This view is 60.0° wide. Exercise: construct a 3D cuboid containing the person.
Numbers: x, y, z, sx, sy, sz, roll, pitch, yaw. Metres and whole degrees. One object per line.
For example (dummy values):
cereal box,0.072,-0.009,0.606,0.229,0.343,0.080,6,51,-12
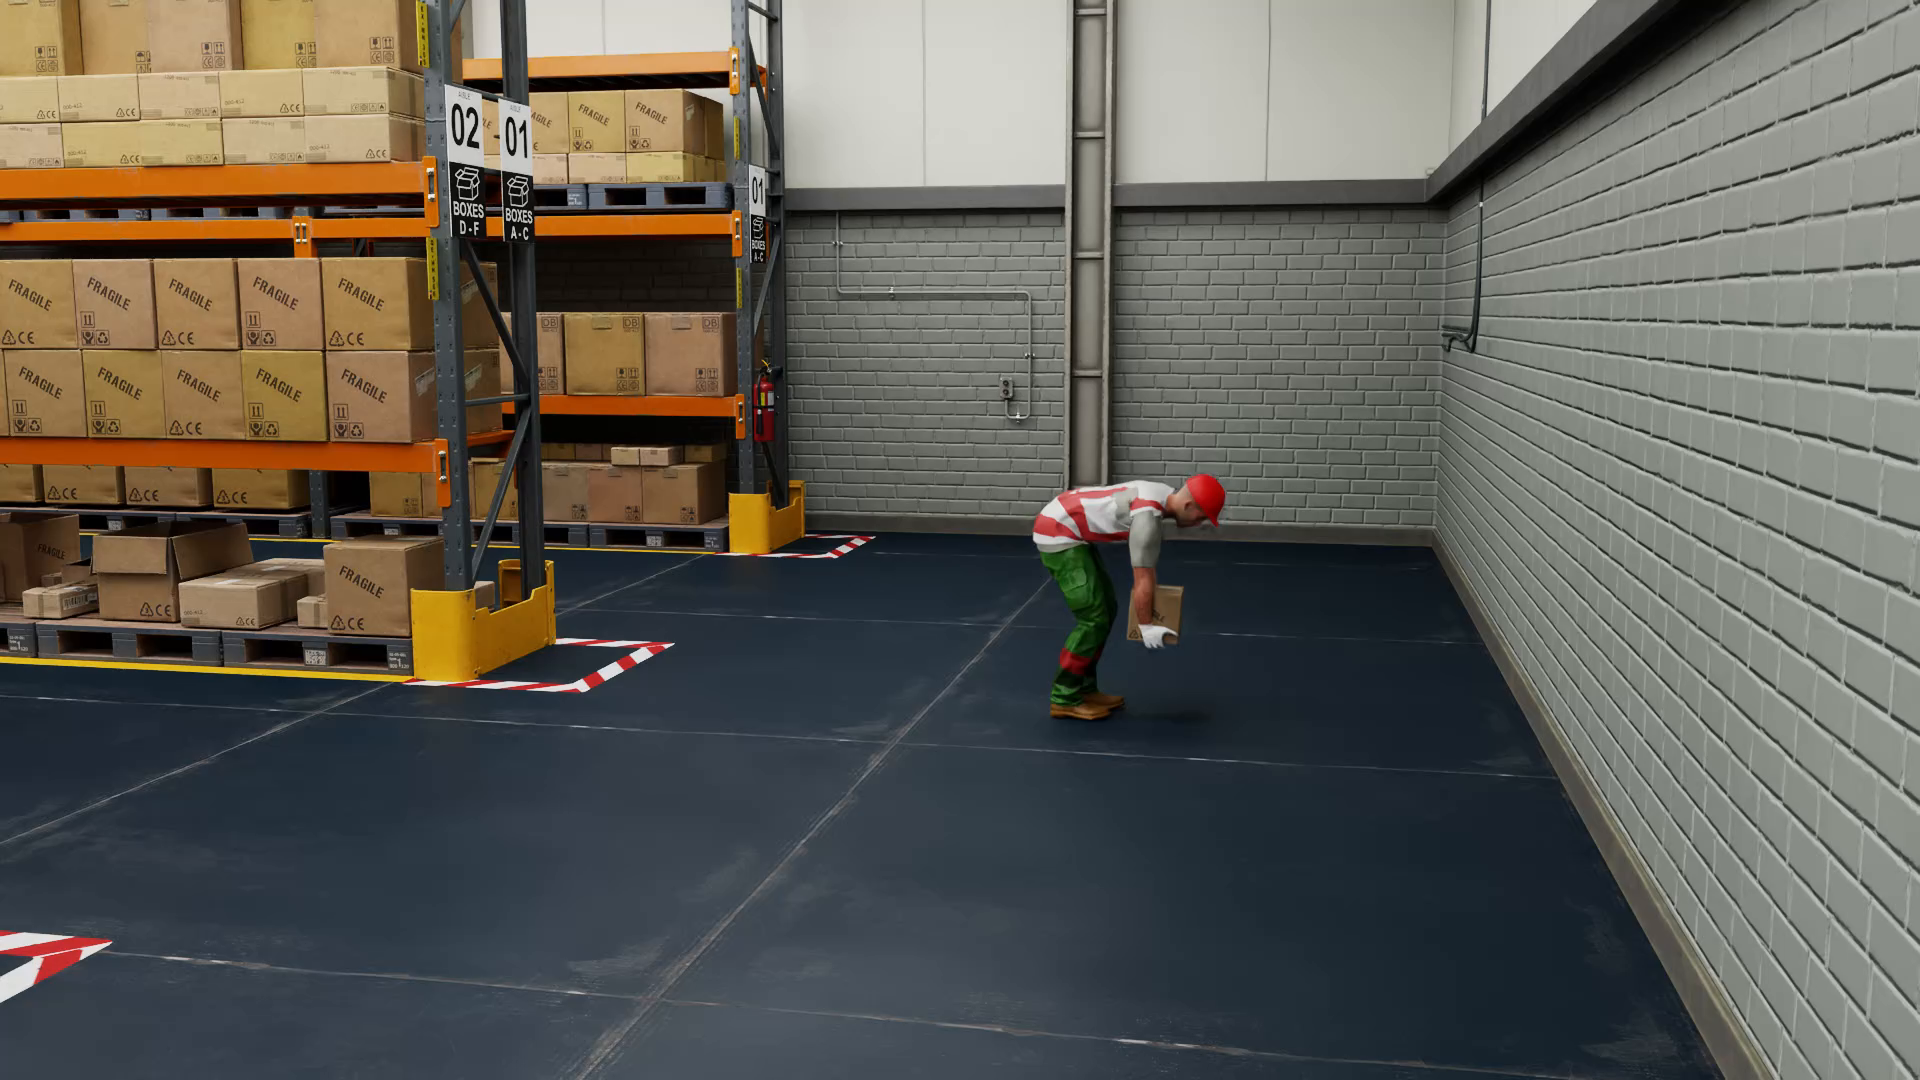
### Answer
person,0.835,0.273,8.313,0.949,1.218,0.486,1,8,9
